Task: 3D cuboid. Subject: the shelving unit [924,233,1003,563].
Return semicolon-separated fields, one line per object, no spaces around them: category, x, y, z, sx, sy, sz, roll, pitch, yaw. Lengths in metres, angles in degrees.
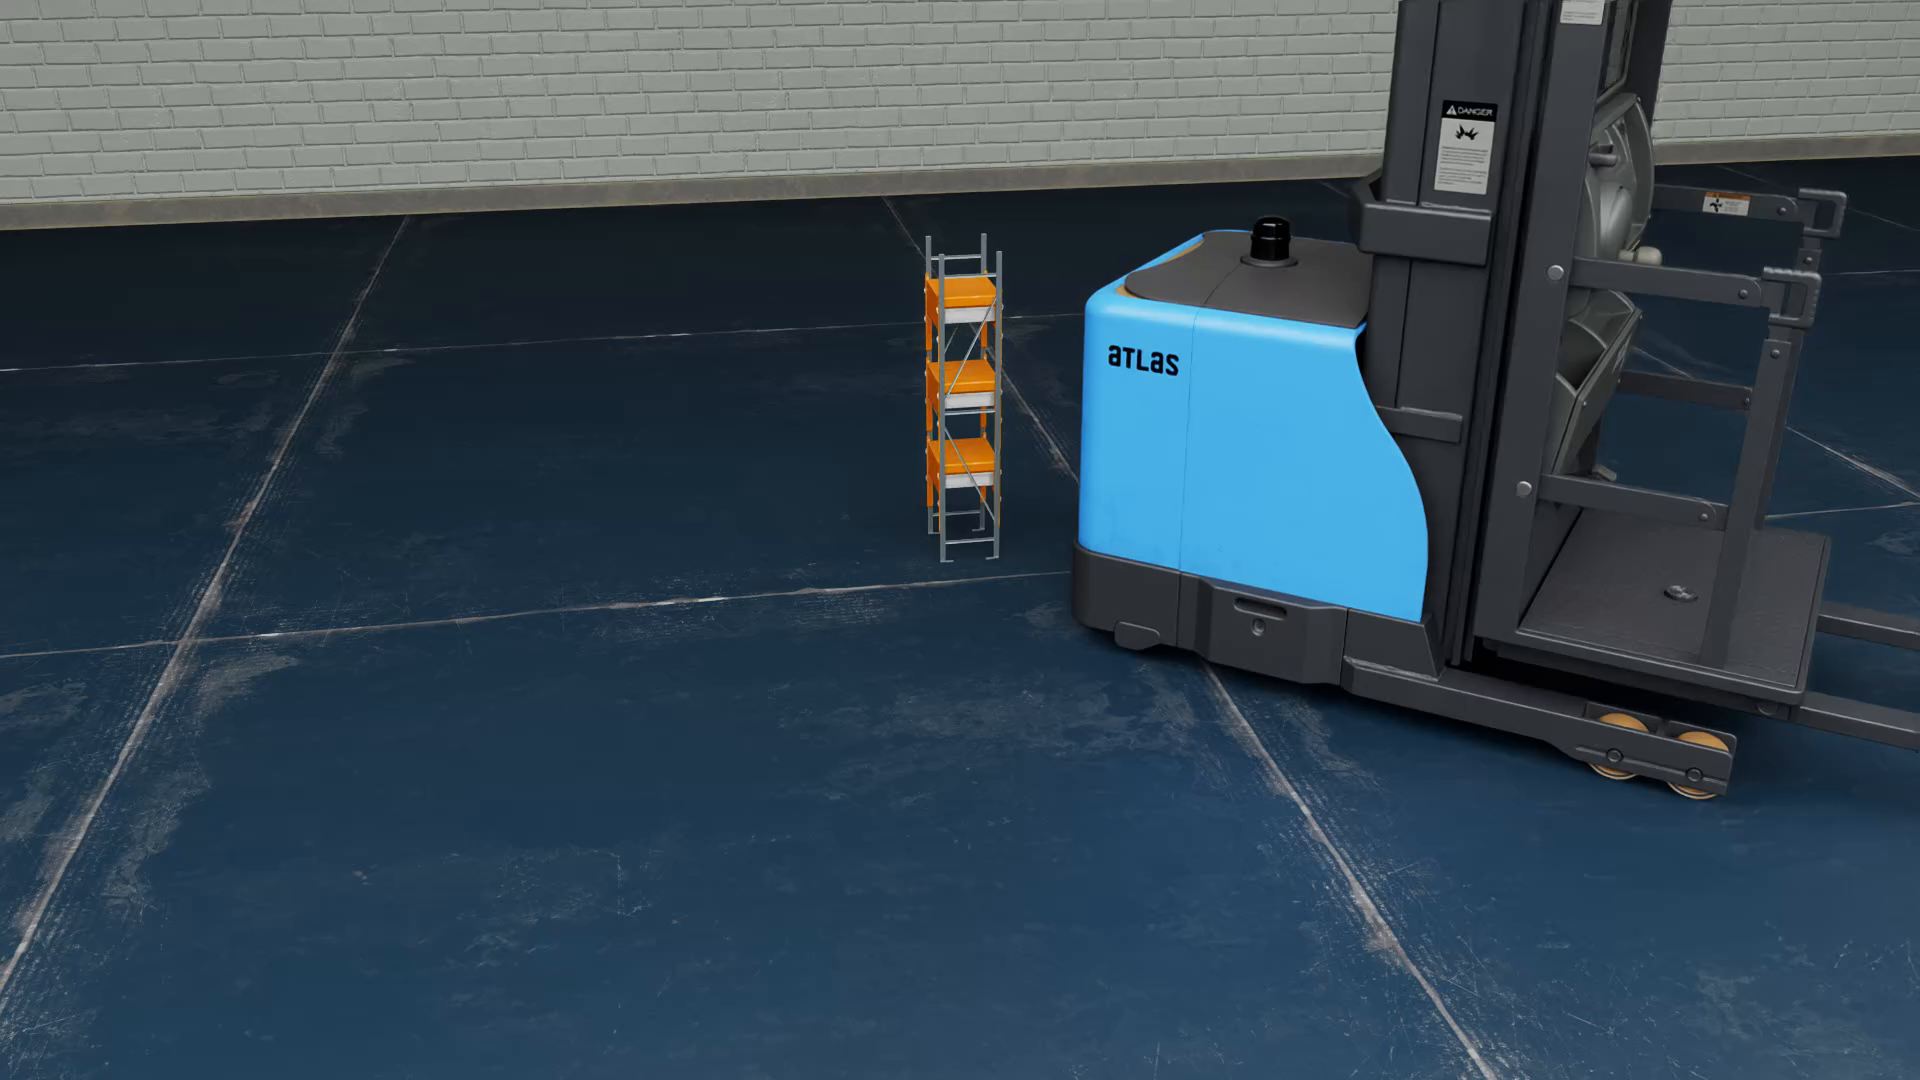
shelving unit;0.010;-0.460;5.492;0.215;1.050;0.252;-4;24;-10

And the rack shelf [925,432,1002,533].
rack shelf;0.010;-0.196;5.607;0.215;0.259;0.240;-4;24;-10

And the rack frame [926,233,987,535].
rack frame;-0.013;-0.508;5.602;0.200;1.050;0.008;-4;24;-10

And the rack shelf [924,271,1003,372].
rack shelf;0.010;-0.710;5.382;0.215;0.259;0.240;-4;24;-10

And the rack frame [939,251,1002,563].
rack frame;0.032;-0.412;5.382;0.200;1.050;0.008;-4;24;-10

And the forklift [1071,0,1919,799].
forklift;1.878;-0.926;4.209;3.031;2.935;1.130;13;27;26

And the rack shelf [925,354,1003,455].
rack shelf;0.010;-0.450;5.496;0.215;0.259;0.240;-4;24;-10
